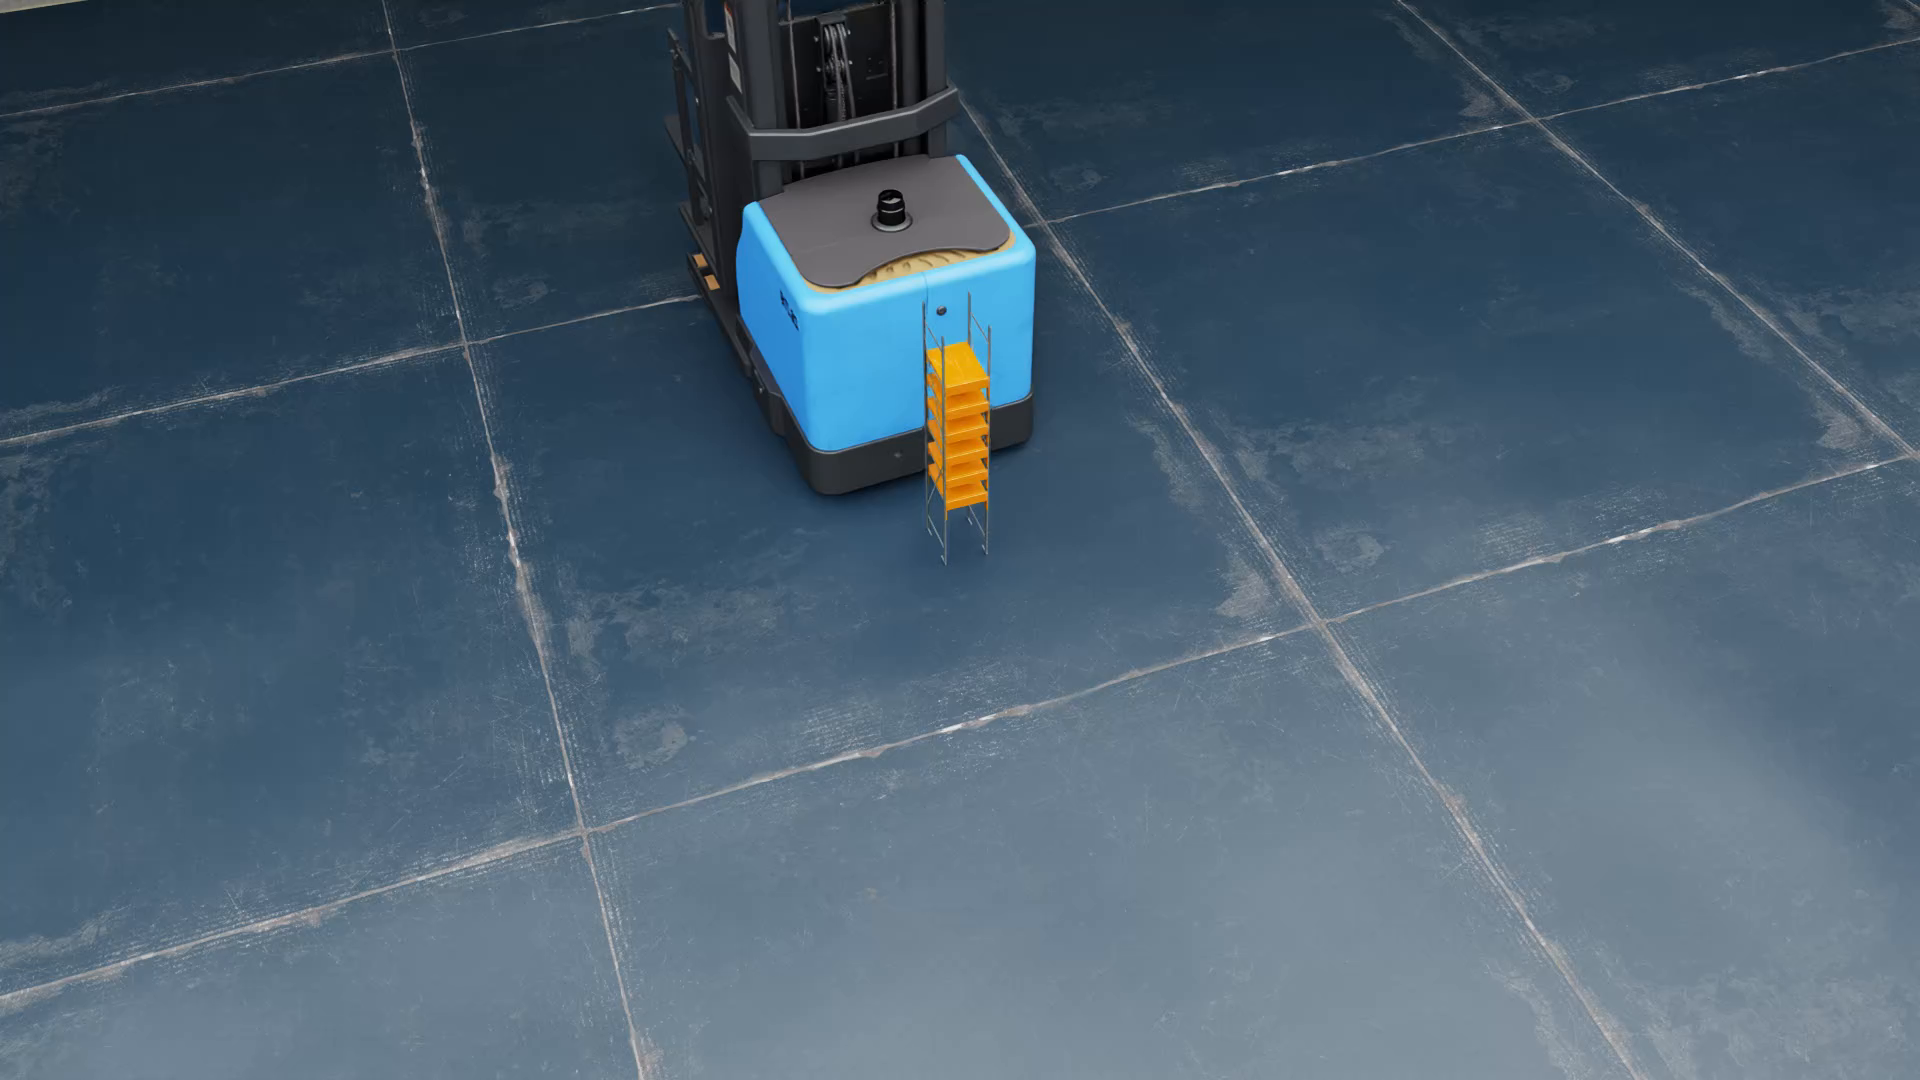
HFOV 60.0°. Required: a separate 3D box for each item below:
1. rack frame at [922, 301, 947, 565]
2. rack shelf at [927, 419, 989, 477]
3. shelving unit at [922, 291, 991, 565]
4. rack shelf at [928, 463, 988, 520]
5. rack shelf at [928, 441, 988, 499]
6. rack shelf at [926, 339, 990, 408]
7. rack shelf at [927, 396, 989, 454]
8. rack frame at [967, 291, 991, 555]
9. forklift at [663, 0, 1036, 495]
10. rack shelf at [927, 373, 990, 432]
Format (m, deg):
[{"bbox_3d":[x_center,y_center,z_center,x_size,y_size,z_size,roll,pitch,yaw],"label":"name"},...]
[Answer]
[{"bbox_3d":[-0.100,-0.398,6.609,0.006,1.200,0.240,-14,47,-14],"label":"rack frame"},{"bbox_3d":[-0.014,-0.389,6.662,0.180,0.103,0.258,-14,47,-14],"label":"rack shelf"},{"bbox_3d":[-0.014,-0.420,6.631,0.189,1.200,0.258,-14,47,-14],"label":"shelving unit"},{"bbox_3d":[-0.014,-0.219,6.832,0.180,0.103,0.258,-14,47,-14],"label":"rack shelf"},{"bbox_3d":[-0.014,-0.304,6.747,0.180,0.103,0.258,-14,47,-14],"label":"rack shelf"},{"bbox_3d":[-0.014,-0.643,6.407,0.180,0.103,0.258,-14,47,-14],"label":"rack shelf"},{"bbox_3d":[-0.014,-0.473,6.577,0.180,0.103,0.258,-14,47,-14],"label":"rack shelf"},{"bbox_3d":[0.072,-0.442,6.653,0.006,1.200,0.240,-14,47,-14],"label":"rack frame"},{"bbox_3d":[-0.714,-2.286,7.268,1.130,2.935,3.031,-17,47,-16],"label":"forklift"},{"bbox_3d":[-0.014,-0.558,6.492,0.180,0.103,0.258,-14,47,-14],"label":"rack shelf"}]
